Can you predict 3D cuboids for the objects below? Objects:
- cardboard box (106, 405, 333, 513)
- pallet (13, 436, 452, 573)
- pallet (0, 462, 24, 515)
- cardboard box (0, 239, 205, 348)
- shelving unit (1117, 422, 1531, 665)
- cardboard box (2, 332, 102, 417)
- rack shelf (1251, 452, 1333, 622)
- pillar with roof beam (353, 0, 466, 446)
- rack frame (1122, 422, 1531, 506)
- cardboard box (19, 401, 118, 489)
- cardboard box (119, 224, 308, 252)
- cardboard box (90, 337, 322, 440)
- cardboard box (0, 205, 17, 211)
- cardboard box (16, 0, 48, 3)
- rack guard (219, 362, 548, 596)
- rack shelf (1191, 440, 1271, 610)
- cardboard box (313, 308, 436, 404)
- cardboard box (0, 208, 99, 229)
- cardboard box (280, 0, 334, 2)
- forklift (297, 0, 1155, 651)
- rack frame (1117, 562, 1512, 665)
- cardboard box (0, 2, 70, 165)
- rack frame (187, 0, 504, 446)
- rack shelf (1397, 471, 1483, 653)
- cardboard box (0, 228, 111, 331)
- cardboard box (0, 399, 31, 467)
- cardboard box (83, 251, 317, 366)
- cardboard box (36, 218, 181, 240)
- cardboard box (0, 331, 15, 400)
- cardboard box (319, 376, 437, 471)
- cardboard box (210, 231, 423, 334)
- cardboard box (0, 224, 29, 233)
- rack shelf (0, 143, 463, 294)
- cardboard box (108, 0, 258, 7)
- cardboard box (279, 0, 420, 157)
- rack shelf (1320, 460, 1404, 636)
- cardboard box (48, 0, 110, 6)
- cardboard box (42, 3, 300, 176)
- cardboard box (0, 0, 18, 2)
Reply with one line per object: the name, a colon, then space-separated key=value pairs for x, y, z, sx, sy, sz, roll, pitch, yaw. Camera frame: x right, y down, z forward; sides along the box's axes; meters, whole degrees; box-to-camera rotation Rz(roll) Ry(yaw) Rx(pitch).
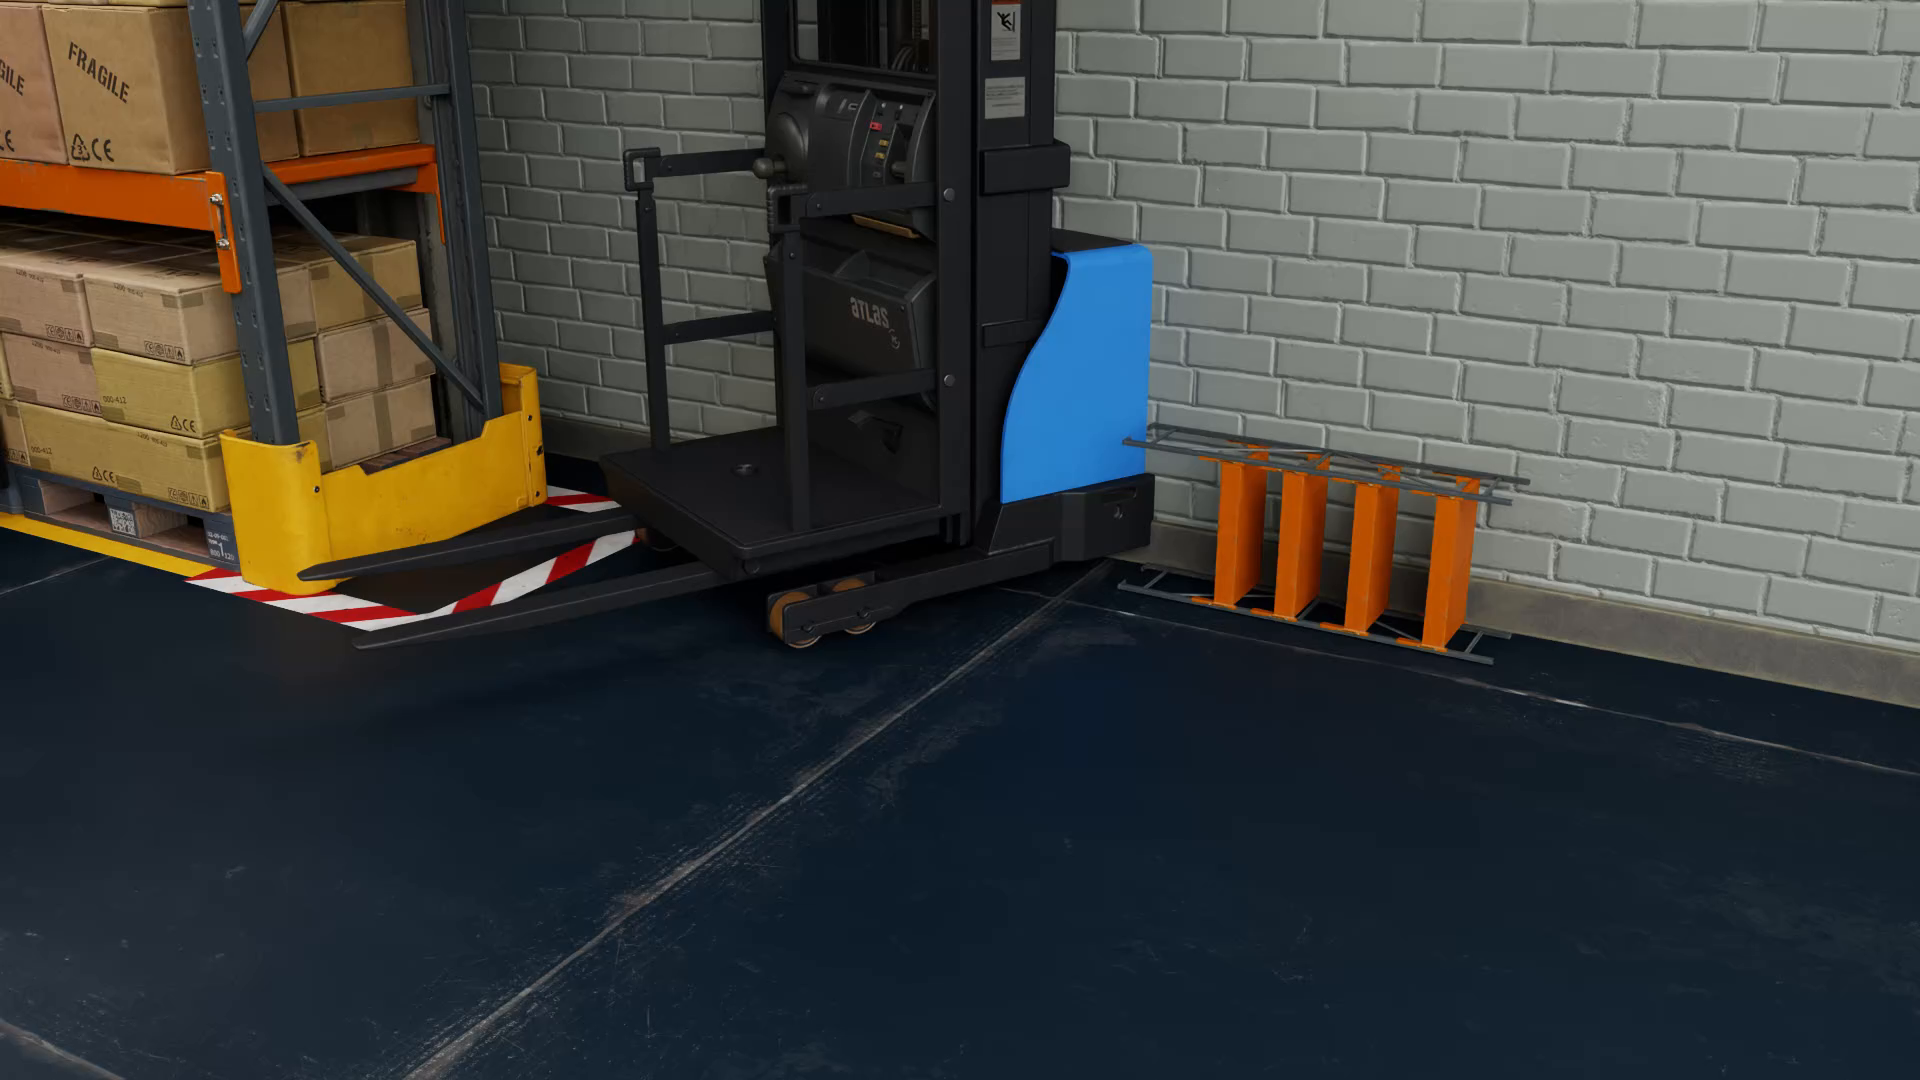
cardboard box: x=-2.555 y=-0.318 z=5.760 sx=0.500 sy=0.250 sz=0.500 roll=11 pitch=23 yaw=28
pallet: x=-2.679 y=-0.233 z=6.198 sx=1.213 sy=0.211 sz=1.003 roll=11 pitch=23 yaw=27
pallet: x=-3.740 y=-0.436 z=6.758 sx=1.213 sy=0.211 sz=1.003 roll=11 pitch=23 yaw=27
cardboard box: x=-2.994 y=-0.871 z=5.817 sx=0.500 sy=0.250 sz=0.500 roll=11 pitch=23 yaw=28
shelving unit: x=1.090 y=-0.010 z=5.135 sx=1.200 sy=0.503 sz=0.258 roll=11 pitch=23 yaw=28
cardboard box: x=-3.001 y=-0.643 z=5.923 sx=0.500 sy=0.250 sz=0.500 roll=11 pitch=22 yaw=27
rack shelf: x=1.032 y=-0.021 z=5.167 sx=0.148 sy=0.480 sz=0.258 roll=11 pitch=23 yaw=28
pillar with roof beam: x=-4.259 y=-3.352 z=1.909 sx=0.400 sy=9.000 sz=9.100 roll=11 pitch=23 yaw=27
rack frame: x=1.090 y=-0.239 z=5.052 sx=1.200 sy=0.015 sz=0.240 roll=11 pitch=23 yaw=28
cardboard box: x=-2.985 y=-0.404 z=5.995 sx=0.500 sy=0.250 sz=0.500 roll=11 pitch=23 yaw=27
cardboard box: x=-2.756 y=-1.022 z=6.235 sx=0.500 sy=0.250 sz=0.500 roll=11 pitch=23 yaw=27
cardboard box: x=-2.569 y=-0.557 z=5.685 sx=0.500 sy=0.250 sz=0.500 roll=10 pitch=22 yaw=27
cardboard box: x=-4.075 y=-1.277 z=6.937 sx=0.500 sy=0.250 sz=0.500 roll=11 pitch=23 yaw=28
cardboard box: x=-2.865 y=-1.850 z=5.469 sx=0.250 sy=0.149 sz=0.380 roll=11 pitch=23 yaw=28
rack guard: x=-1.970 y=-0.250 z=5.821 sx=0.348 sy=0.500 sz=1.175 roll=11 pitch=23 yaw=27
rack shelf: x=0.860 y=-0.055 z=5.261 sx=0.148 sy=0.480 sz=0.258 roll=11 pitch=23 yaw=28
cardboard box: x=-2.300 y=-0.709 z=6.104 sx=0.500 sy=0.250 sz=0.500 roll=11 pitch=23 yaw=28
cardboard box: x=-3.632 y=-1.196 z=6.713 sx=0.500 sy=0.250 sz=0.500 roll=10 pitch=22 yaw=26
cardboard box: x=-2.161 y=-1.915 z=5.647 sx=0.250 sy=0.149 sz=0.380 roll=10 pitch=22 yaw=26
forklift: x=-0.525 y=-1.259 z=5.038 sx=3.031 sy=2.935 sz=1.130 roll=-13 pitch=24 yaw=-31
rack frame: x=1.090 y=0.220 z=5.218 sx=1.200 sy=0.015 sz=0.240 roll=11 pitch=23 yaw=28
cardboard box: x=-2.997 y=-1.569 z=5.645 sx=0.500 sy=0.500 sz=0.500 roll=12 pitch=23 yaw=29
rack frame: x=-1.991 y=-1.429 z=5.406 sx=0.127 sy=3.000 sz=1.000 roll=11 pitch=23 yaw=27
rack shelf: x=1.429 y=0.058 z=4.949 sx=0.148 sy=0.480 sz=0.258 roll=11 pitch=23 yaw=28
cardboard box: x=-3.439 y=-0.952 z=6.040 sx=0.500 sy=0.250 sz=0.500 roll=11 pitch=23 yaw=28
cardboard box: x=-3.417 y=-0.489 z=6.232 sx=0.500 sy=0.250 sz=0.500 roll=11 pitch=23 yaw=28
cardboard box: x=-2.545 y=-0.788 z=5.588 sx=0.500 sy=0.250 sz=0.500 roll=12 pitch=23 yaw=29
cardboard box: x=-3.188 y=-1.109 z=6.473 sx=0.500 sy=0.250 sz=0.500 roll=11 pitch=22 yaw=27
cardboard box: x=-3.462 y=-0.723 z=6.143 sx=0.500 sy=0.250 sz=0.500 roll=10 pitch=22 yaw=26
cardboard box: x=-2.325 y=-0.474 z=6.189 sx=0.500 sy=0.250 sz=0.500 roll=11 pitch=23 yaw=28
cardboard box: x=-2.318 y=-0.940 z=6.009 sx=0.500 sy=0.250 sz=0.500 roll=10 pitch=22 yaw=26
cardboard box: x=-3.878 y=-1.038 z=6.279 sx=0.500 sy=0.250 sz=0.500 roll=10 pitch=22 yaw=26
rack shelf: x=-3.737 y=-1.424 z=6.446 sx=4.000 sy=0.370 sz=1.077 roll=11 pitch=23 yaw=27
cardboard box: x=-2.431 y=-1.755 z=5.207 sx=0.250 sy=0.149 sz=0.380 roll=11 pitch=23 yaw=28
cardboard box: x=-2.288 y=-1.641 z=5.844 sx=0.500 sy=0.500 sz=0.500 roll=12 pitch=23 yaw=29
rack shelf: x=1.225 y=0.017 z=5.061 sx=0.148 sy=0.480 sz=0.258 roll=11 pitch=23 yaw=28
cardboard box: x=-2.668 y=-1.789 z=5.300 sx=0.250 sy=0.149 sz=0.380 roll=11 pitch=23 yaw=28
cardboard box: x=-2.549 y=-1.480 z=5.399 sx=0.500 sy=0.500 sz=0.500 roll=10 pitch=22 yaw=26
cardboard box: x=-3.076 y=-1.895 z=5.592 sx=0.250 sy=0.149 sz=0.380 roll=11 pitch=22 yaw=27
